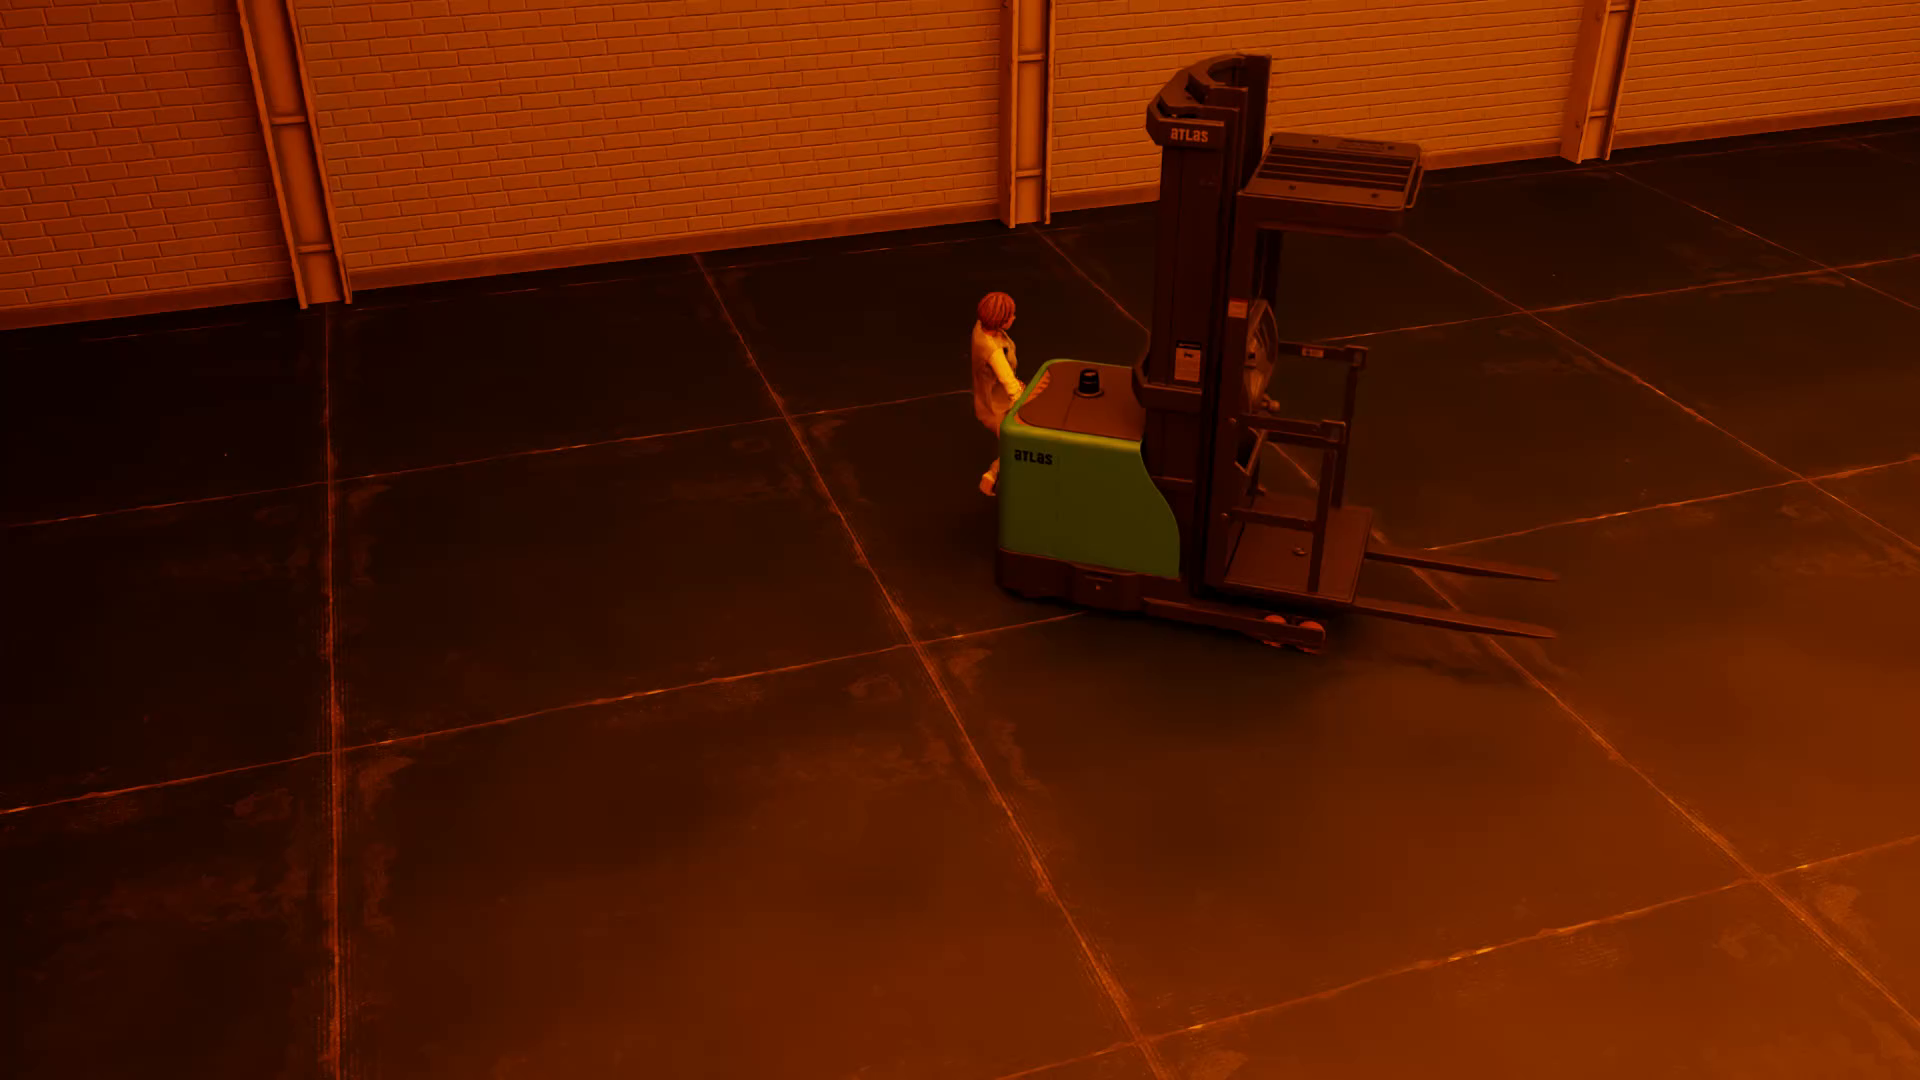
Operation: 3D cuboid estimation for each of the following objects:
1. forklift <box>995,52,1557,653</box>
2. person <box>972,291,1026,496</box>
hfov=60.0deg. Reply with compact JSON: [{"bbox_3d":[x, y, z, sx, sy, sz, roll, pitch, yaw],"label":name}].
[{"bbox_3d":[1.775,-0.961,8.758,3.031,2.935,1.130,9,31,16],"label":"forklift"},{"bbox_3d":[0.372,-0.777,9.878,0.604,1.479,0.639,0,30,0],"label":"person"}]
